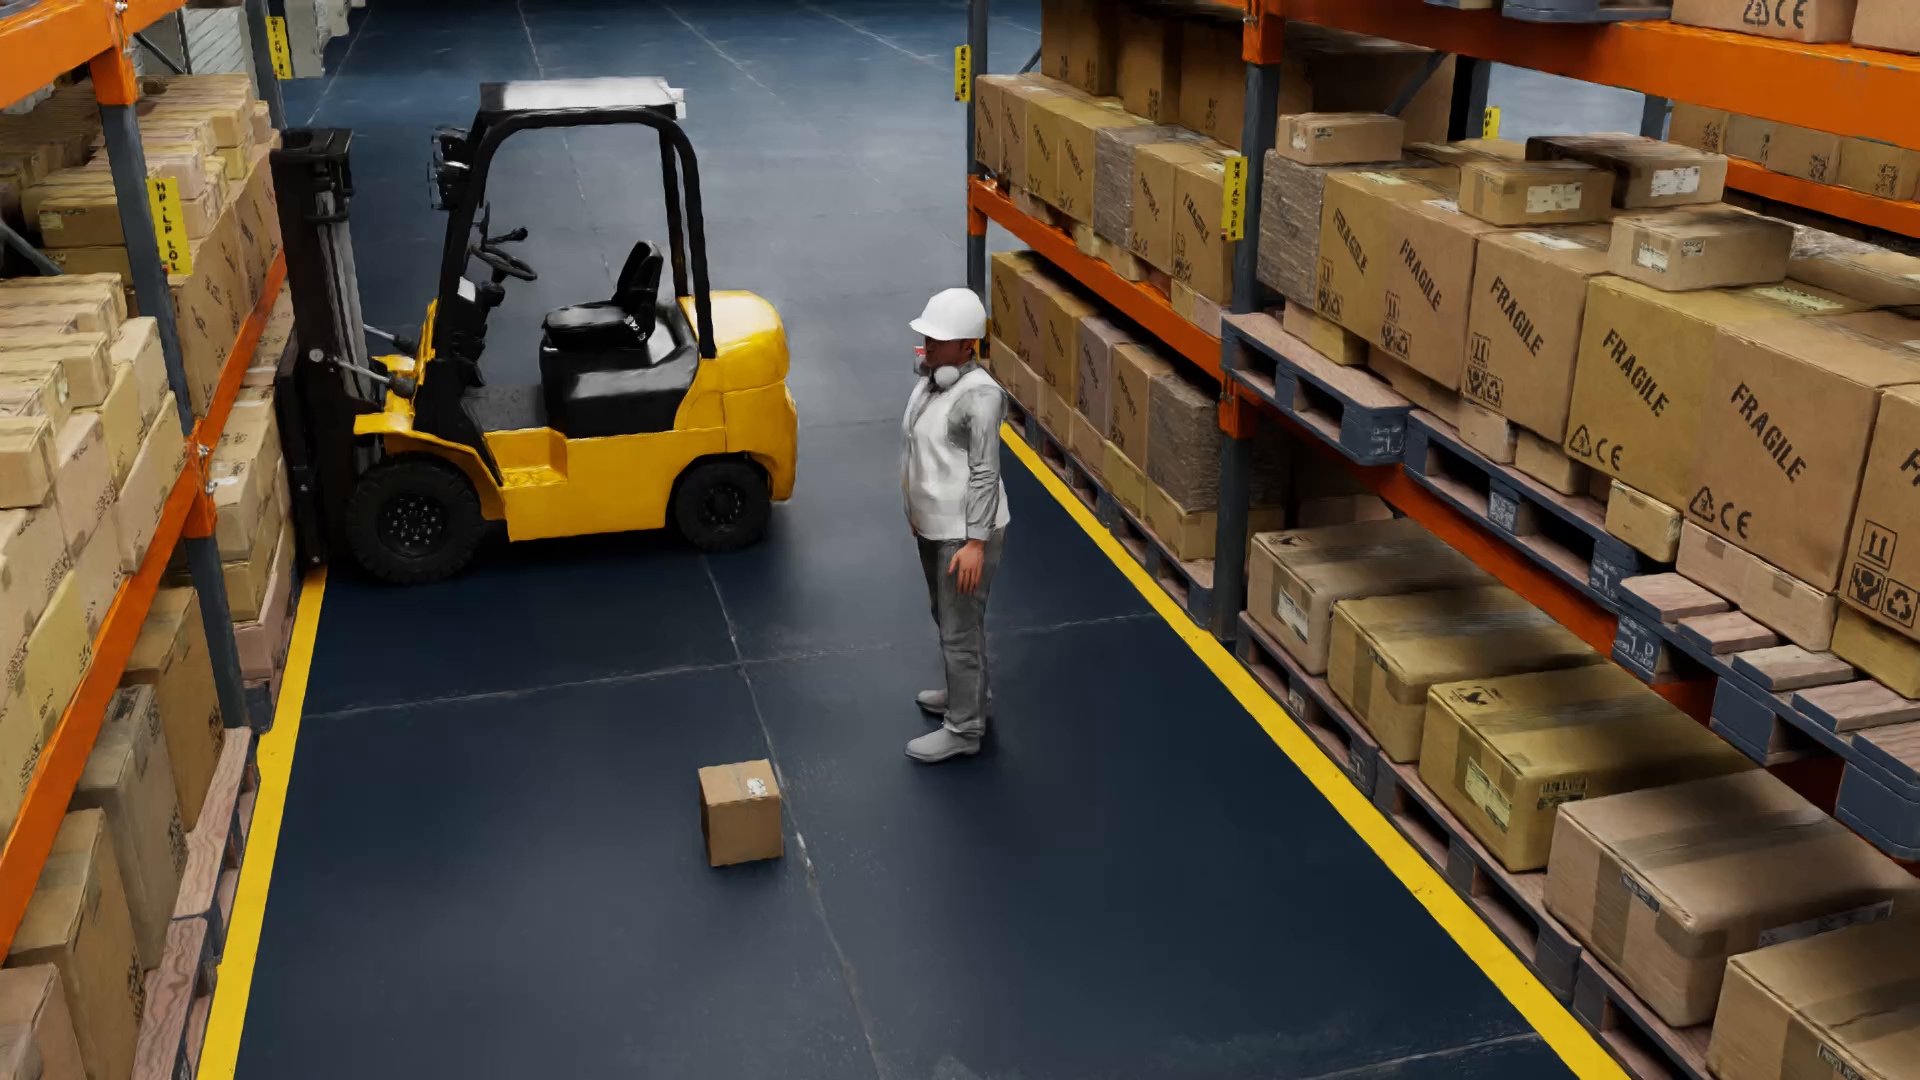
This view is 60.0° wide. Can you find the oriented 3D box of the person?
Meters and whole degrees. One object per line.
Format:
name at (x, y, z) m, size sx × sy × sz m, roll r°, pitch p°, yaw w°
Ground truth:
person at (-0.039, -0.049, 6.129) m, size 0.441 × 1.779 × 0.647 m, roll -9°, pitch 24°, yaw -20°
